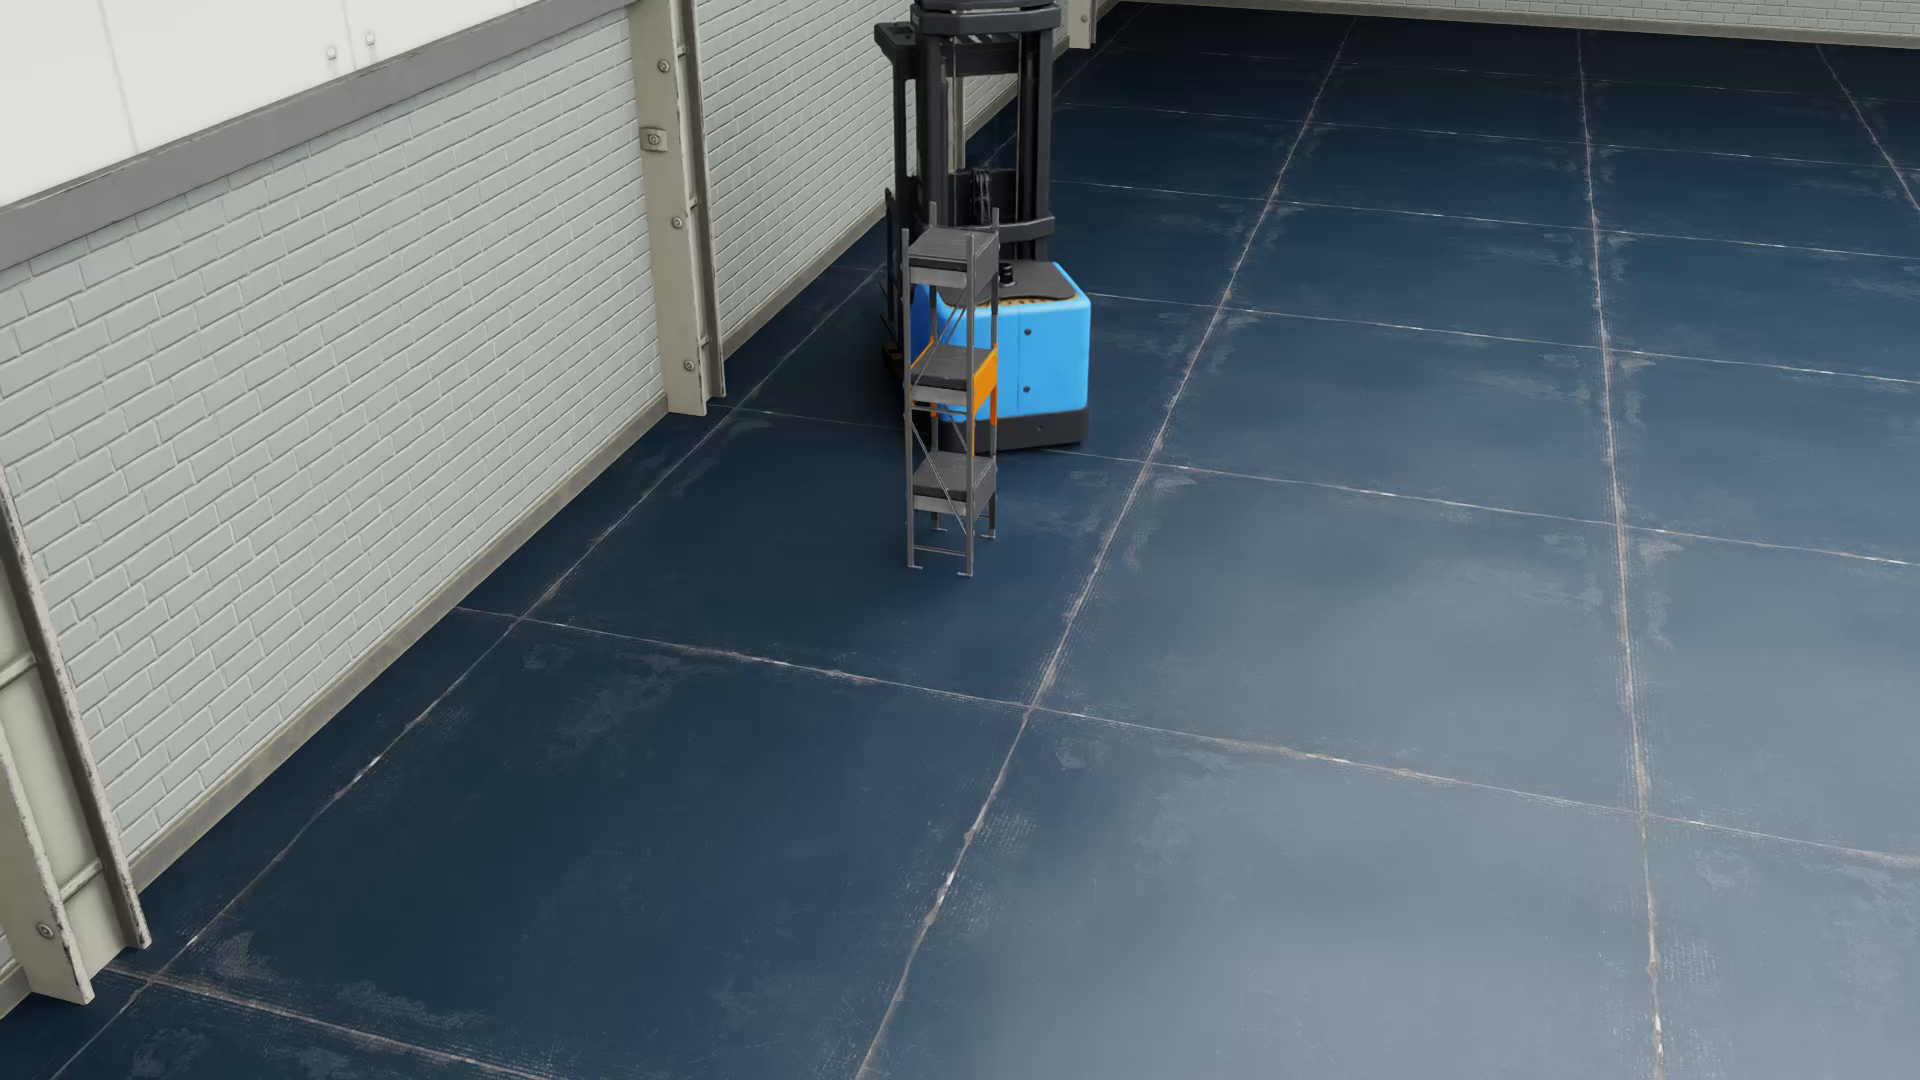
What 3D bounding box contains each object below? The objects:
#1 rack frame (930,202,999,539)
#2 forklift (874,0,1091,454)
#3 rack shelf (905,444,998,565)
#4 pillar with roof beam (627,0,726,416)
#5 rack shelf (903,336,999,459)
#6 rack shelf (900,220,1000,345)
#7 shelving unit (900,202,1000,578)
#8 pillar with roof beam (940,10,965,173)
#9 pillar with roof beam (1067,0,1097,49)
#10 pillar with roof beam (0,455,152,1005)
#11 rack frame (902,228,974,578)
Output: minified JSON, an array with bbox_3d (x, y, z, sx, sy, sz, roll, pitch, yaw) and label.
[{"bbox_3d":[0.023,-0.954,9.805,0.400,2.100,0.015,8,30,15],"label":"rack frame"},{"bbox_3d":[0.028,-2.549,11.817,1.130,2.935,3.031,-7,30,-12],"label":"forklift"},{"bbox_3d":[-0.049,-0.217,9.948,0.431,0.518,0.480,8,30,15],"label":"rack shelf"},{"bbox_3d":[2.201,-4.313,8.746,9.100,9.000,0.400,8,30,15],"label":"pillar with roof beam"},{"bbox_3d":[-0.049,-0.829,9.608,0.431,0.518,0.480,8,30,15],"label":"rack shelf"},{"bbox_3d":[-0.049,-1.440,9.268,0.431,0.518,0.480,8,30,15],"label":"rack shelf"},{"bbox_3d":[-0.049,-0.841,9.601,0.431,2.100,0.503,8,30,15],"label":"shelving unit"},{"bbox_3d":[3.963,-7.101,13.758,9.100,9.000,0.400,8,30,15],"label":"pillar with roof beam"},{"bbox_3d":[5.724,-9.889,18.770,9.100,9.000,0.400,8,30,15],"label":"pillar with roof beam"},{"bbox_3d":[0.440,-1.524,3.733,9.100,9.000,0.400,8,30,15],"label":"pillar with roof beam"},{"bbox_3d":[-0.120,-0.727,9.397,0.400,2.100,0.015,8,30,15],"label":"rack frame"}]
